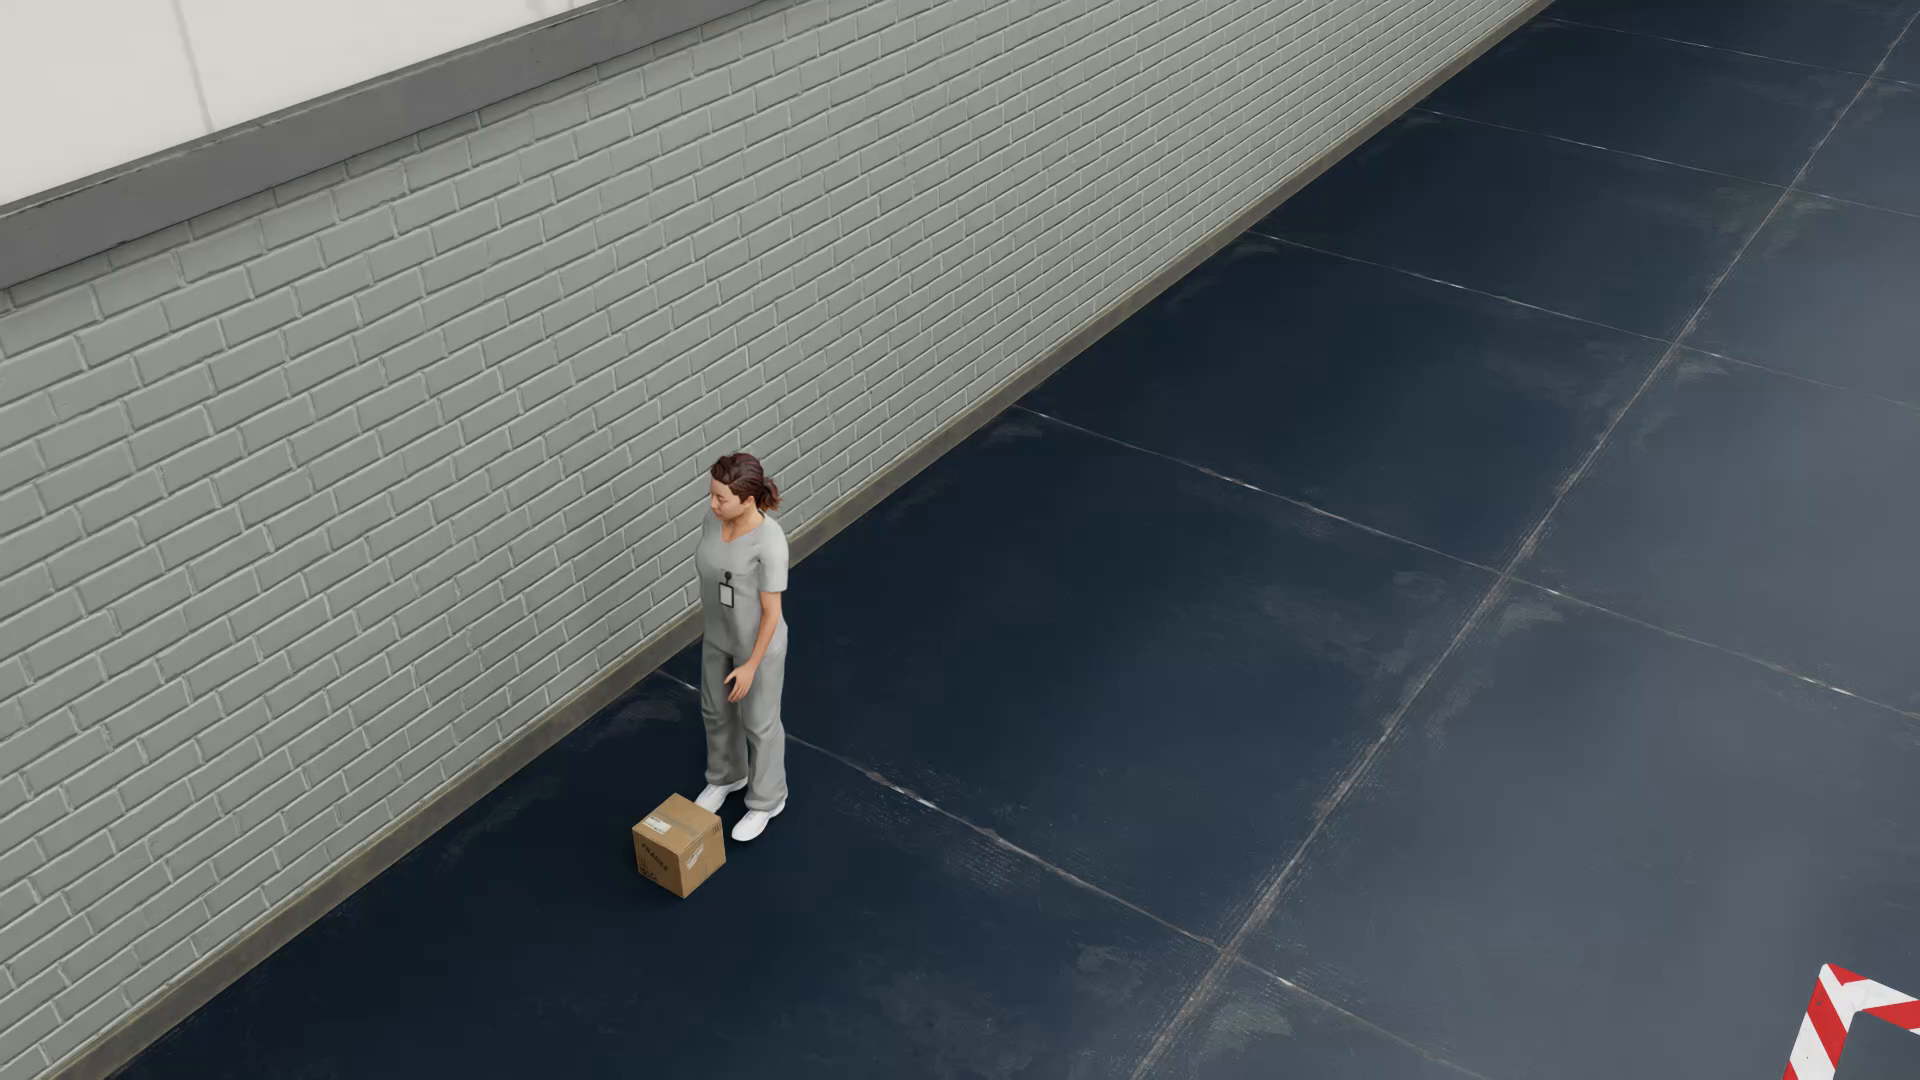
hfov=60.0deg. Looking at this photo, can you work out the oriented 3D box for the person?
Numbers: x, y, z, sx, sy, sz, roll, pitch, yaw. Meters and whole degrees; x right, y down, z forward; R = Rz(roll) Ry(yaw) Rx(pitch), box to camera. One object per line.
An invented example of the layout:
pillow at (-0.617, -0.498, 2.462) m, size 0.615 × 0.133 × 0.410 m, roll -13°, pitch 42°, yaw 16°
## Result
person at (-0.865, 0.415, 6.525) m, size 0.455 × 1.692 × 0.478 m, roll 24°, pitch 41°, yaw 31°
